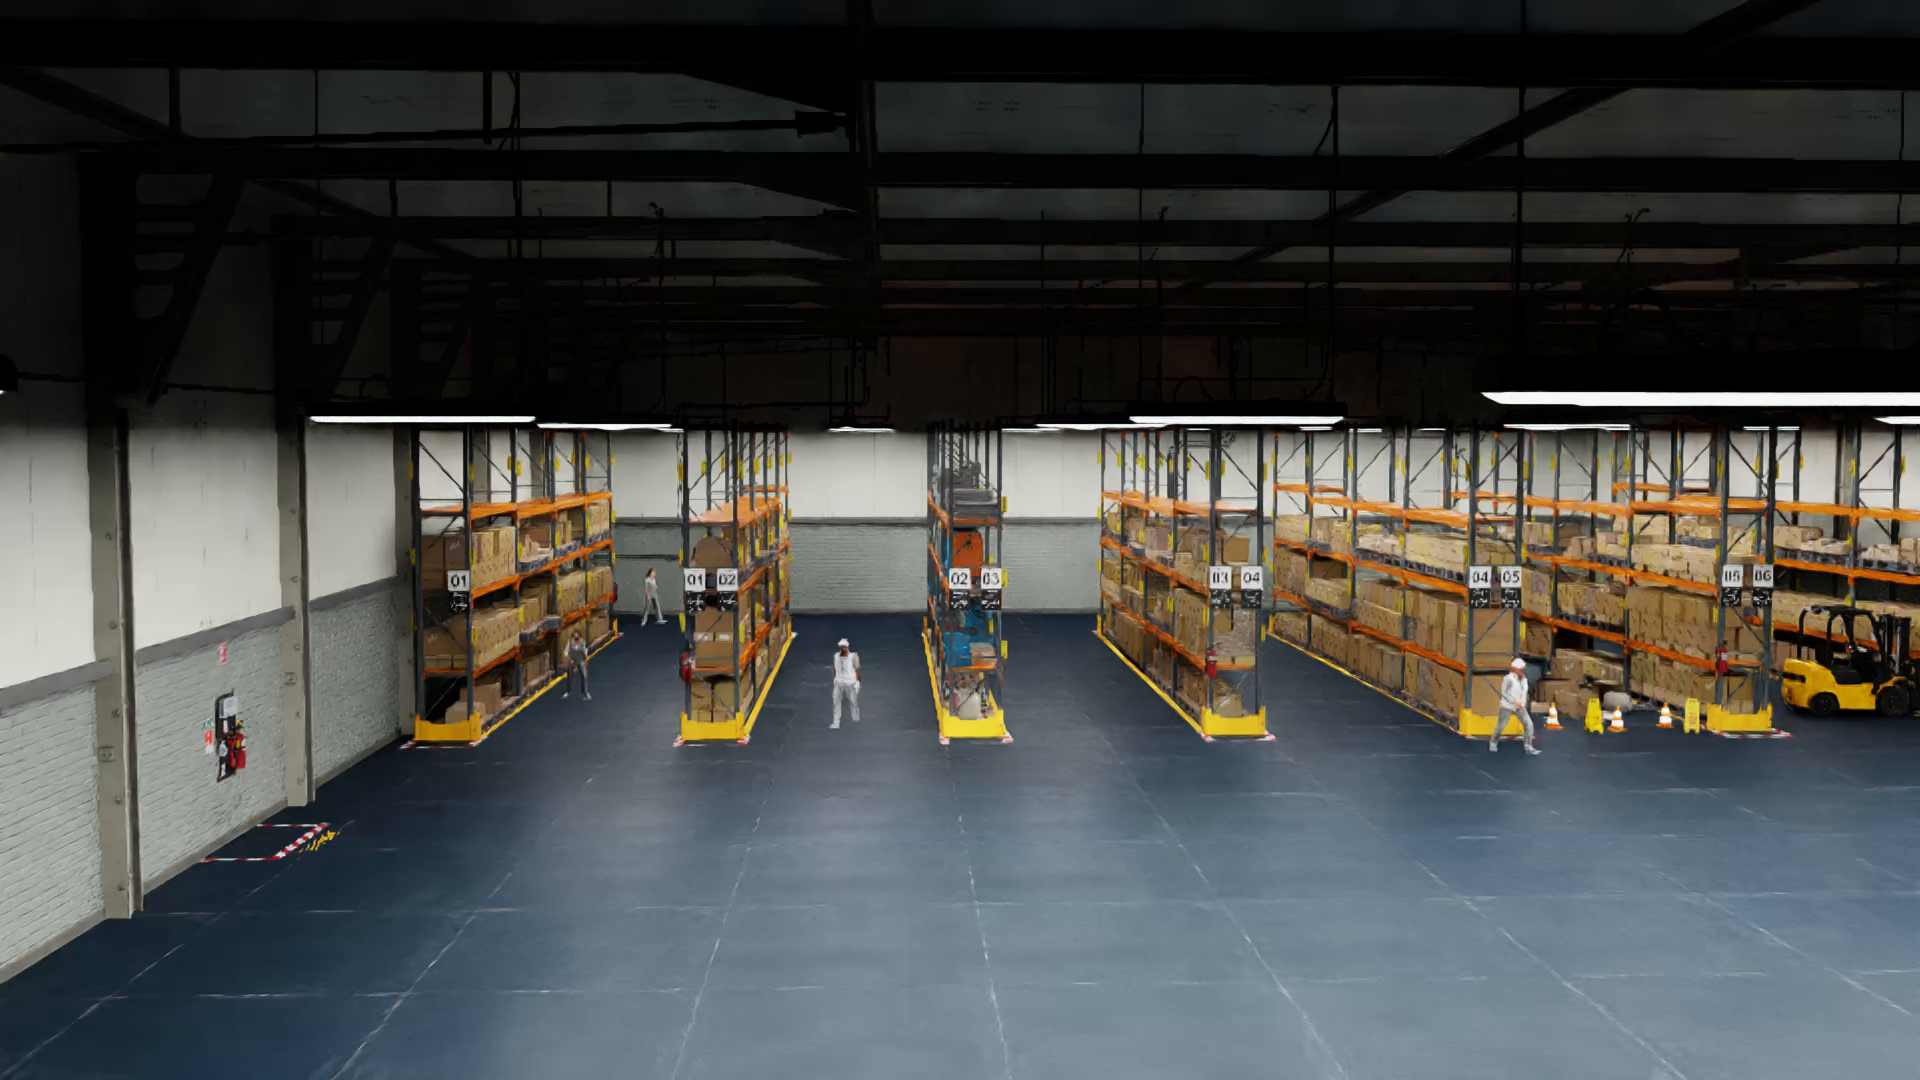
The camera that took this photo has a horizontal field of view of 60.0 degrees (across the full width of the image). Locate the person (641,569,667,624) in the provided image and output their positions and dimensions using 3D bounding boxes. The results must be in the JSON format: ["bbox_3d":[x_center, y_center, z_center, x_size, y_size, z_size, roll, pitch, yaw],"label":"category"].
[{"bbox_3d":[-9.225,1.687,49.882,0.566,1.660,0.691,3,5,36],"label":"person"}]

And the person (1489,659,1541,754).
[{"bbox_3d":[9.894,2.957,29.734,0.675,1.715,0.842,-1,4,-19],"label":"person"}]

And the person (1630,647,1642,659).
[{"bbox_3d":[16.324,2.257,40.068,0.453,1.768,0.632,-2,4,-27],"label":"person"}]

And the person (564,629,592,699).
[{"bbox_3d":[-8.278,2.650,35.872,0.552,1.527,0.782,-1,4,-20],"label":"person"}]

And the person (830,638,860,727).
[{"bbox_3d":[-2.220,2.772,32.517,0.589,1.746,0.950,1,4,13],"label":"person"}]
